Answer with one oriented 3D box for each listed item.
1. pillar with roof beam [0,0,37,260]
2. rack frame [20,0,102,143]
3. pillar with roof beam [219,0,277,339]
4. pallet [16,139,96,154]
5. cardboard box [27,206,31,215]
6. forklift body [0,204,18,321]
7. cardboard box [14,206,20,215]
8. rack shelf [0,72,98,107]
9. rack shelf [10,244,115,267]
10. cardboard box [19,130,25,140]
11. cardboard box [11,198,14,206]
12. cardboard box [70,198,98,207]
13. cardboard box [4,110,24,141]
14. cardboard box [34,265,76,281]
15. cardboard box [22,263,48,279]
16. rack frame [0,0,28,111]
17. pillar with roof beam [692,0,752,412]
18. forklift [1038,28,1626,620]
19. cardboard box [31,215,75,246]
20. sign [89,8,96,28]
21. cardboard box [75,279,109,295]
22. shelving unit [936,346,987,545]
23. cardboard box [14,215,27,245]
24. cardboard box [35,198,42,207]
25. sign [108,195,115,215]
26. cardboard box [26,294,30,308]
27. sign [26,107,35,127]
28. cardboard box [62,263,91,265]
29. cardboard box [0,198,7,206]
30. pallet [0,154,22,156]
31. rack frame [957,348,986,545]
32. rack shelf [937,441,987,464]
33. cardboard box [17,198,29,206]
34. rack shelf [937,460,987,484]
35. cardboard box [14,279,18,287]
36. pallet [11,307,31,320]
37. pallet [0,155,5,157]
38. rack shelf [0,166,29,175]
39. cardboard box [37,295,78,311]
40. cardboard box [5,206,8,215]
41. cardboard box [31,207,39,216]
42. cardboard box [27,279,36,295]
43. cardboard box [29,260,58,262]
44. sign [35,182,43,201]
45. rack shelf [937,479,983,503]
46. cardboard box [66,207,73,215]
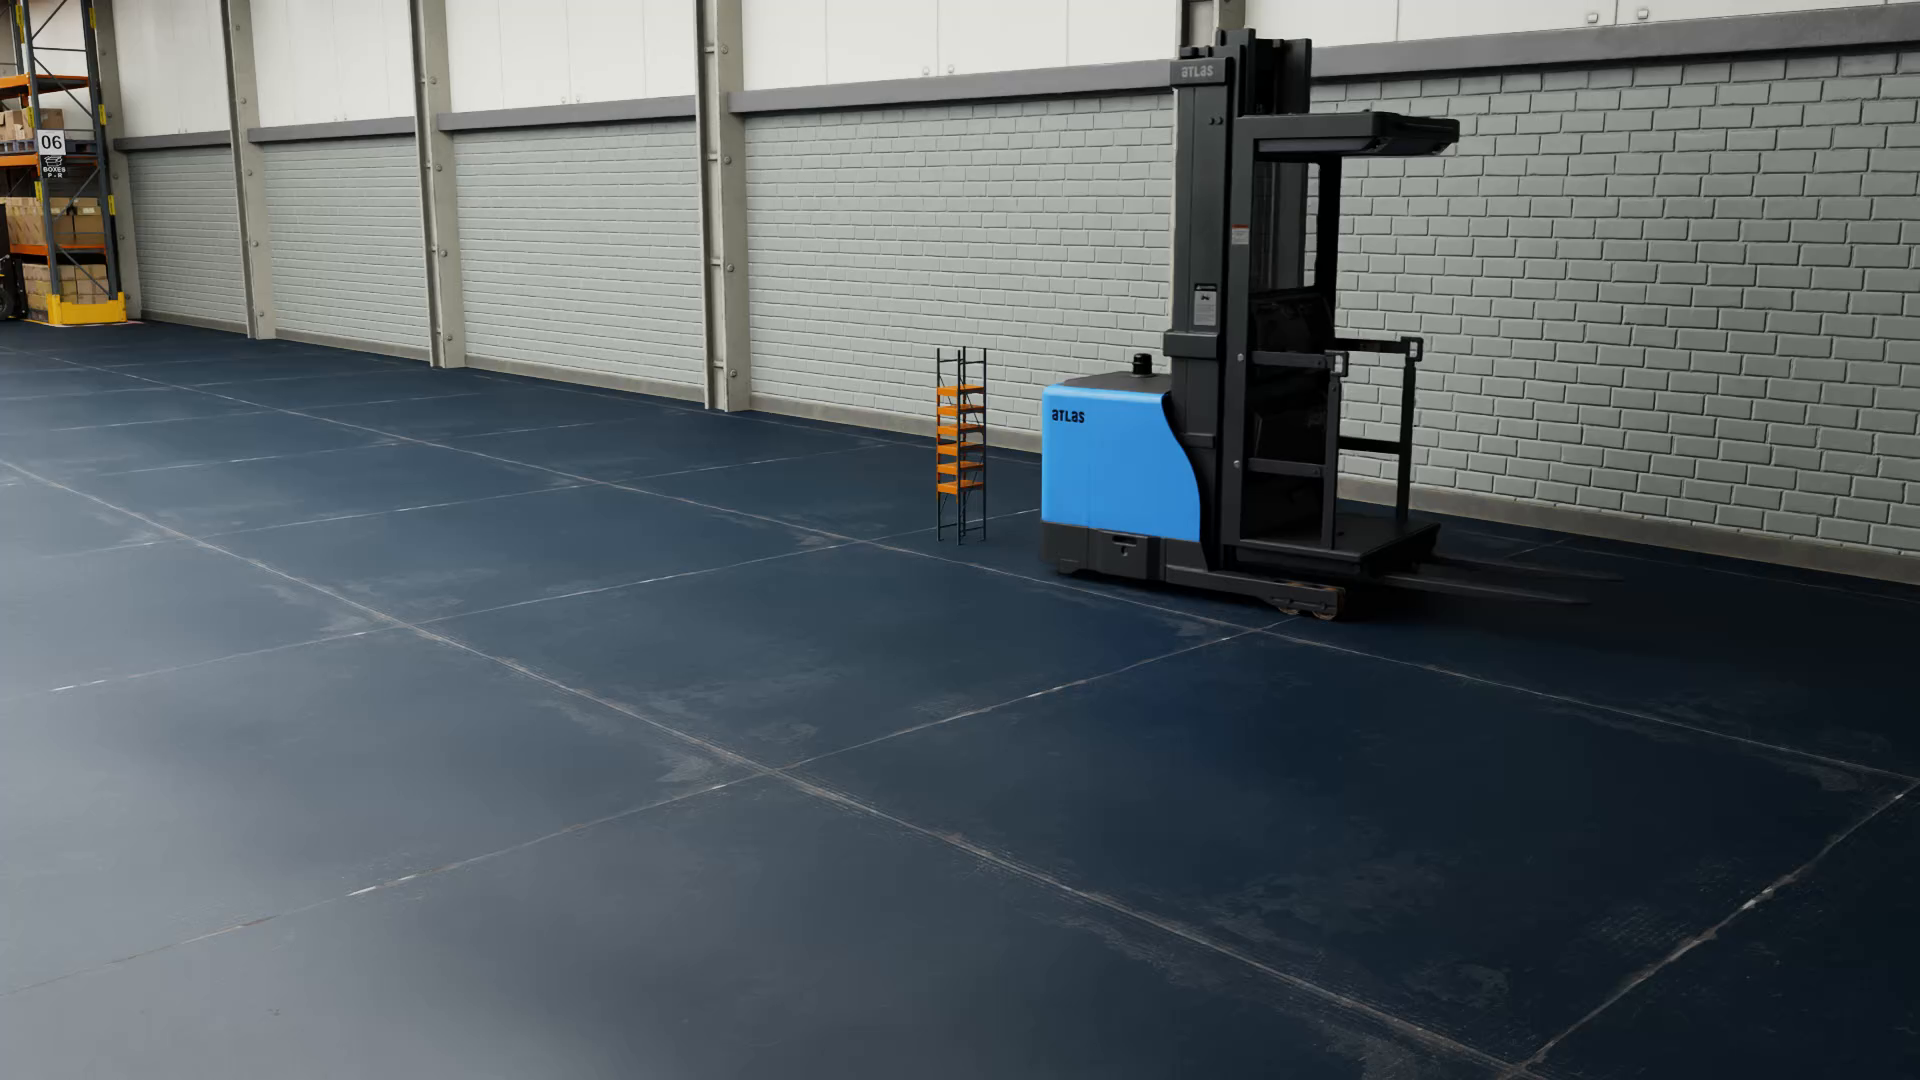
[{"bbox_3d":[-22.035,-8.640,30.048,9.100,9.000,0.400,-11,16,-43],"label":"pillar with roof beam"},{"bbox_3d":[-14.949,-8.137,27.607,1.000,3.000,0.127,-11,16,-43],"label":"rack frame"},{"bbox_3d":[-13.748,-6.889,21.548,9.100,9.000,0.400,-11,16,-43],"label":"pillar with roof beam"},{"bbox_3d":[-15.418,-6.732,28.437,1.003,0.211,1.213,-11,16,-43],"label":"pallet"},{"bbox_3d":[-15.887,-5.694,28.762,0.380,0.149,0.250,-11,16,-43],"label":"cardboard box"},{"bbox_3d":[-17.578,-4.806,28.407,2.313,2.155,1.214,-11,16,-43],"label":"forklift body"},{"bbox_3d":[-16.294,-5.761,29.085,0.380,0.149,0.250,-11,16,-42],"label":"cardboard box"},{"bbox_3d":[-16.330,-7.881,29.137,1.077,0.370,4.000,-11,16,-43],"label":"rack shelf"},{"bbox_3d":[-16.330,-5.138,29.702,1.077,0.370,4.000,-11,16,-43],"label":"rack shelf"},{"bbox_3d":[-15.740,-6.878,28.264,0.250,0.149,0.380,11,16,44],"label":"cardboard box"},{"bbox_3d":[-16.573,-5.996,29.490,0.380,0.149,0.250,-11,16,-42],"label":"cardboard box"},{"bbox_3d":[-15.026,-5.790,28.489,0.380,0.149,0.250,-11,16,-44],"label":"cardboard box"},{"bbox_3d":[-16.066,-7.166,28.789,0.700,0.500,0.500,-11,16,-42],"label":"cardboard box"},{"bbox_3d":[-15.492,-4.571,28.462,0.500,0.250,0.500,-10,15,-41],"label":"cardboard box"},{"bbox_3d":[-16.205,-4.717,29.170,0.500,0.250,0.500,-11,16,-42],"label":"cardboard box"},{"bbox_3d":[-17.711,-8.721,30.441,1.000,3.000,0.127,-11,16,-43],"label":"rack frame"},{"bbox_3d":[-5.461,-5.138,13.047,9.100,9.000,0.400,-11,16,-43],"label":"pillar with roof beam"},{"bbox_3d":[1.937,-1.151,8.732,3.031,2.935,1.130,8,14,35],"label":"forklift"},{"bbox_3d":[-15.478,-5.283,28.373,0.500,0.500,0.500,-11,16,-44],"label":"cardboard box"},{"bbox_3d":[-14.543,-8.749,27.868,0.100,0.325,0.005,-11,16,-43],"label":"sign"},{"bbox_3d":[-15.123,-4.400,28.871,0.500,0.250,0.500,-11,16,-42],"label":"cardboard box"},{"bbox_3d":[0.010,-0.586,10.280,0.258,1.200,0.189,-11,16,-43],"label":"shelving unit"},{"bbox_3d":[-16.184,-5.435,29.110,0.500,0.500,0.500,-11,16,-44],"label":"cardboard box"},{"bbox_3d":[-15.541,-5.766,28.372,0.380,0.149,0.250,-11,16,-42],"label":"cardboard box"},{"bbox_3d":[-14.543,-5.738,28.488,0.100,0.325,0.005,-11,16,-43],"label":"sign"},{"bbox_3d":[-16.177,-4.231,29.286,0.500,0.250,0.500,-11,16,-42],"label":"cardboard box"},{"bbox_3d":[-15.351,-6.989,27.471,0.100,0.325,0.005,-11,16,-43],"label":"sign"},{"bbox_3d":[-15.491,-4.717,29.167,0.500,0.250,0.500,-11,16,-42],"label":"cardboard box"},{"bbox_3d":[-16.975,-6.060,29.798,0.380,0.149,0.250,-11,16,-43],"label":"cardboard box"},{"bbox_3d":[-17.103,-7.088,30.165,1.003,0.211,1.213,-11,16,-43],"label":"pallet"},{"bbox_3d":[0.073,-0.572,10.215,0.240,1.200,0.006,-11,16,-43],"label":"rack frame"},{"bbox_3d":[0.010,-0.542,10.289,0.258,0.103,0.180,-11,16,-43],"label":"rack shelf"},{"bbox_3d":[-16.120,-5.870,28.875,0.380,0.149,0.250,-10,16,-41],"label":"cardboard box"},{"bbox_3d":[0.010,-0.424,10.313,0.258,0.103,0.180,-11,16,-43],"label":"rack shelf"},{"bbox_3d":[-16.564,-4.551,29.601,0.500,0.250,0.500,-11,16,-43],"label":"cardboard box"},{"bbox_3d":[-16.345,-4.117,29.871,1.003,0.211,1.213,-11,16,-43],"label":"pallet"},{"bbox_3d":[-18.329,-7.285,31.379,1.217,0.209,0.805,11,16,43],"label":"pallet"},{"bbox_3d":[-19.092,-7.191,32.233,1.077,0.370,4.000,-11,16,-43],"label":"rack shelf"},{"bbox_3d":[-15.502,-4.082,28.567,0.500,0.250,0.500,-11,16,-42],"label":"cardboard box"},{"bbox_3d":[-16.818,-5.875,29.640,0.250,0.149,0.380,11,16,43],"label":"cardboard box"},{"bbox_3d":[-15.589,-5.610,28.354,0.380,0.149,0.250,-11,16,-42],"label":"cardboard box"},{"bbox_3d":[-15.849,-4.405,28.893,0.500,0.250,0.500,-11,16,-43],"label":"cardboard box"},{"bbox_3d":[-16.870,-5.015,30.614,0.500,0.250,0.500,-11,16,-43],"label":"cardboard box"},{"bbox_3d":[-15.351,-5.808,27.714,0.100,0.325,0.005,-11,16,-43],"label":"sign"},{"bbox_3d":[0.010,-0.307,10.338,0.258,0.103,0.180,-11,16,-43],"label":"rack shelf"},{"bbox_3d":[-15.212,-5.678,28.684,0.380,0.149,0.250,-11,16,-43],"label":"cardboard box"}]
